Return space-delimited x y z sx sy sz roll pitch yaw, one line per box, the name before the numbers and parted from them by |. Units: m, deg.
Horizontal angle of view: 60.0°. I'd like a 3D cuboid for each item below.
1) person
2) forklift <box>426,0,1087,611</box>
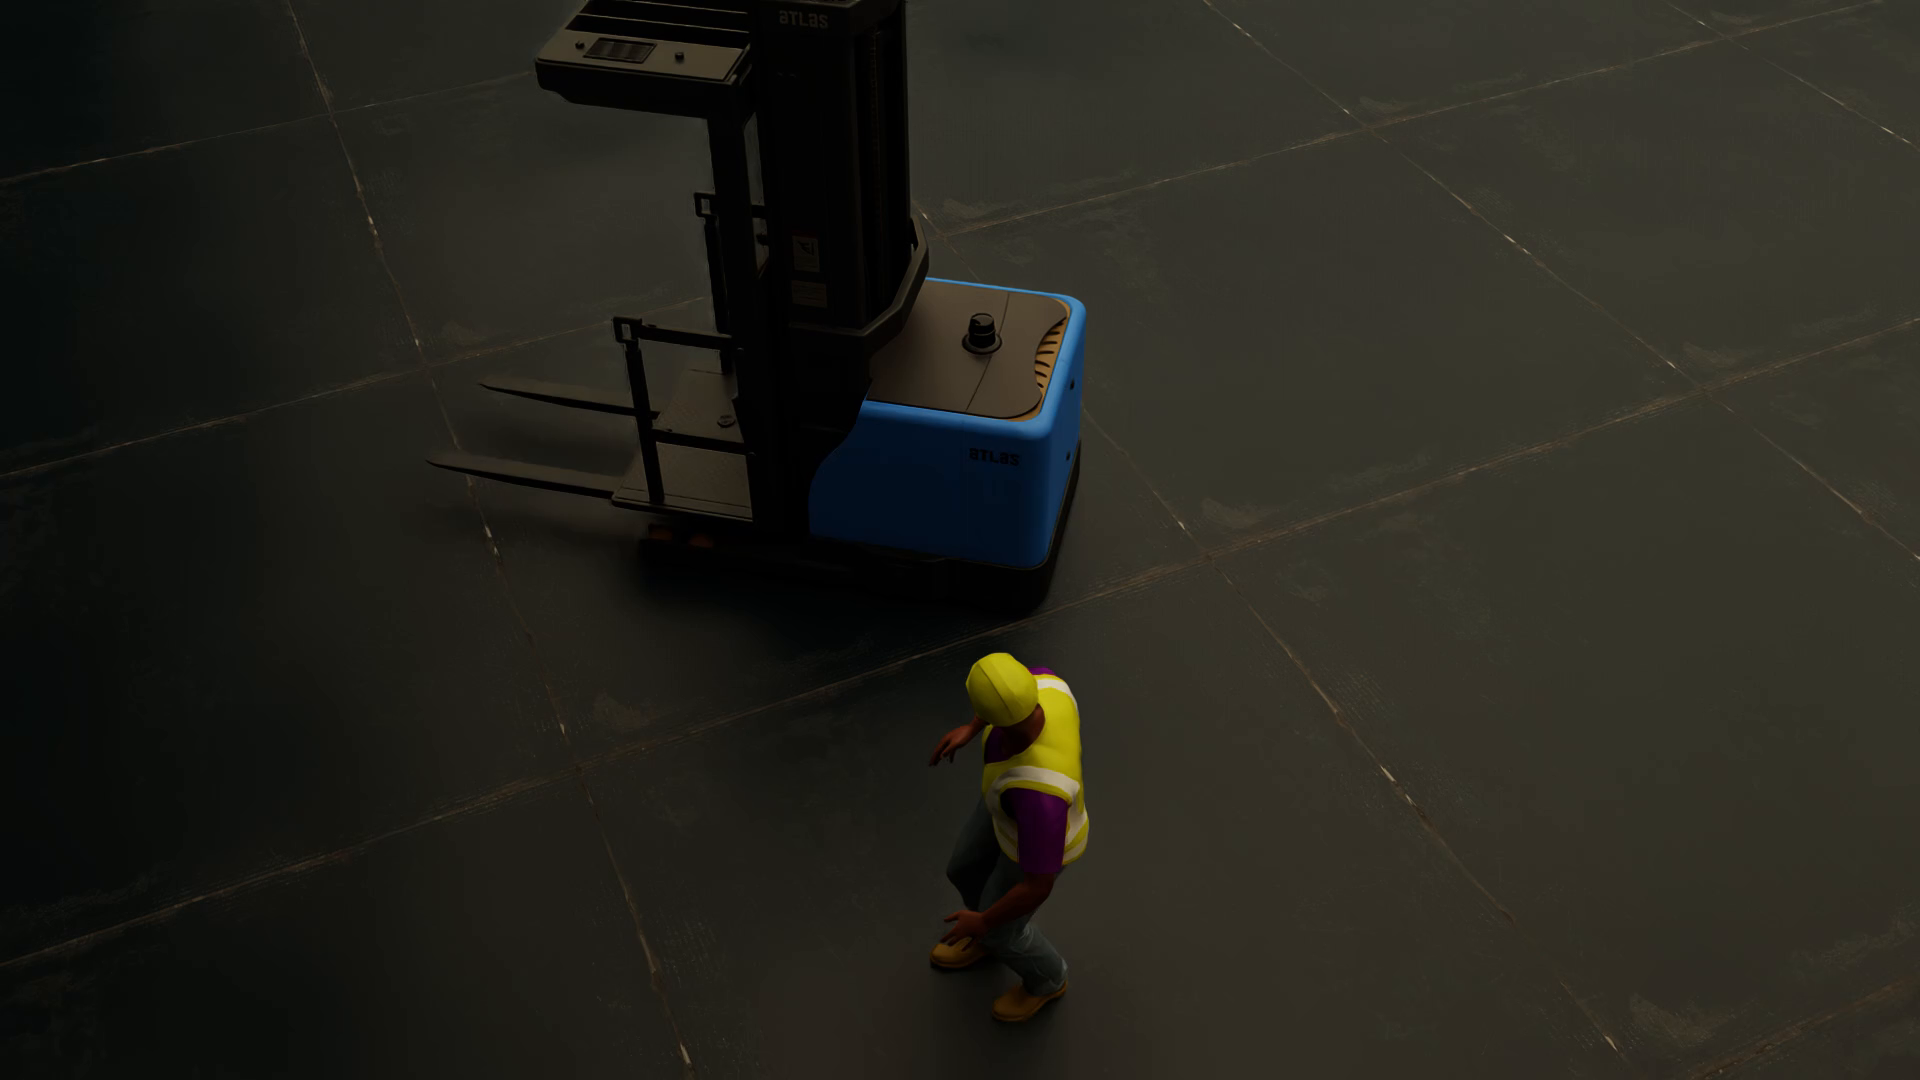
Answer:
person | 0.153 0.990 5.538 0.550 1.709 0.818 -7 43 -7
forklift | -0.995 -1.278 7.050 3.031 2.935 1.130 9 44 9
